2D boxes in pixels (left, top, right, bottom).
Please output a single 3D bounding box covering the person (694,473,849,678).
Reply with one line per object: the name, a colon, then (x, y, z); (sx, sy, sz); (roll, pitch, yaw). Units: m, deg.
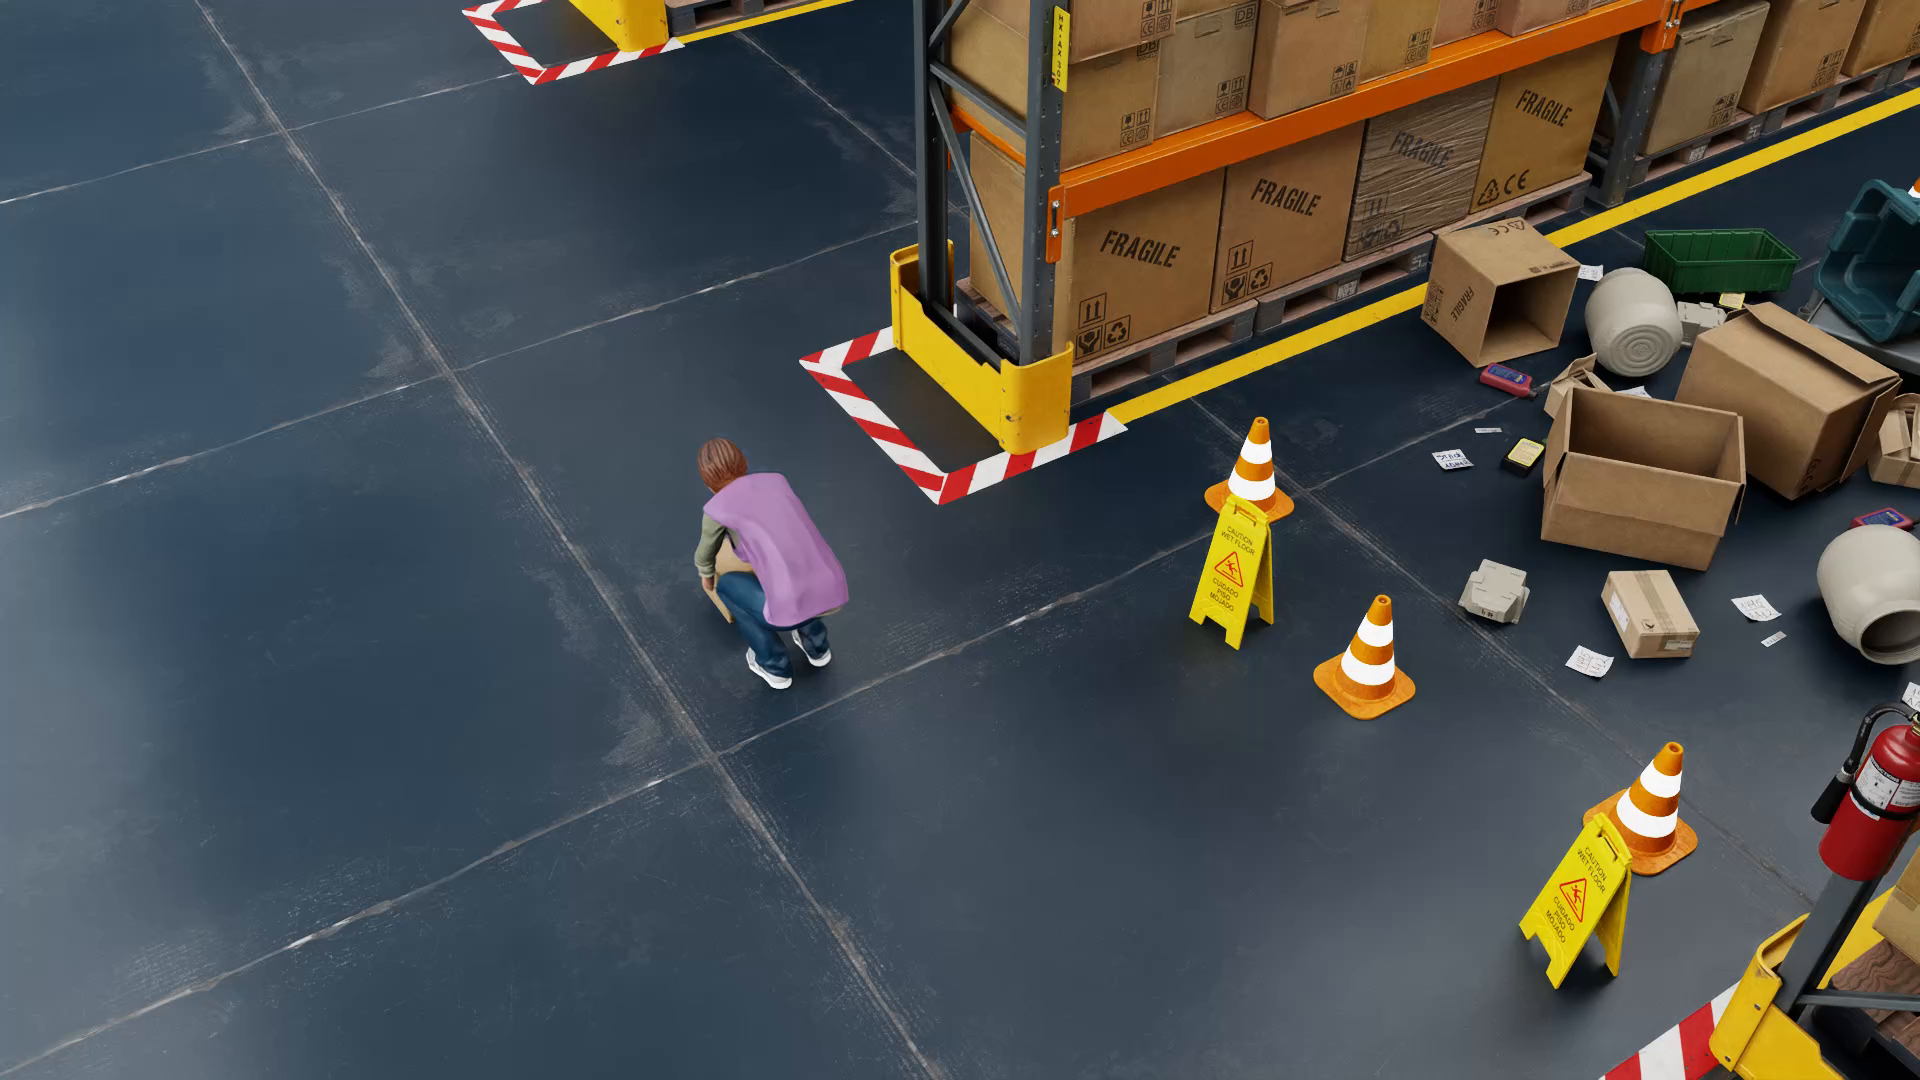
person: (-0.719, 0.152, 6.516); (0.443, 0.768, 0.666); (-23, 46, -24)
